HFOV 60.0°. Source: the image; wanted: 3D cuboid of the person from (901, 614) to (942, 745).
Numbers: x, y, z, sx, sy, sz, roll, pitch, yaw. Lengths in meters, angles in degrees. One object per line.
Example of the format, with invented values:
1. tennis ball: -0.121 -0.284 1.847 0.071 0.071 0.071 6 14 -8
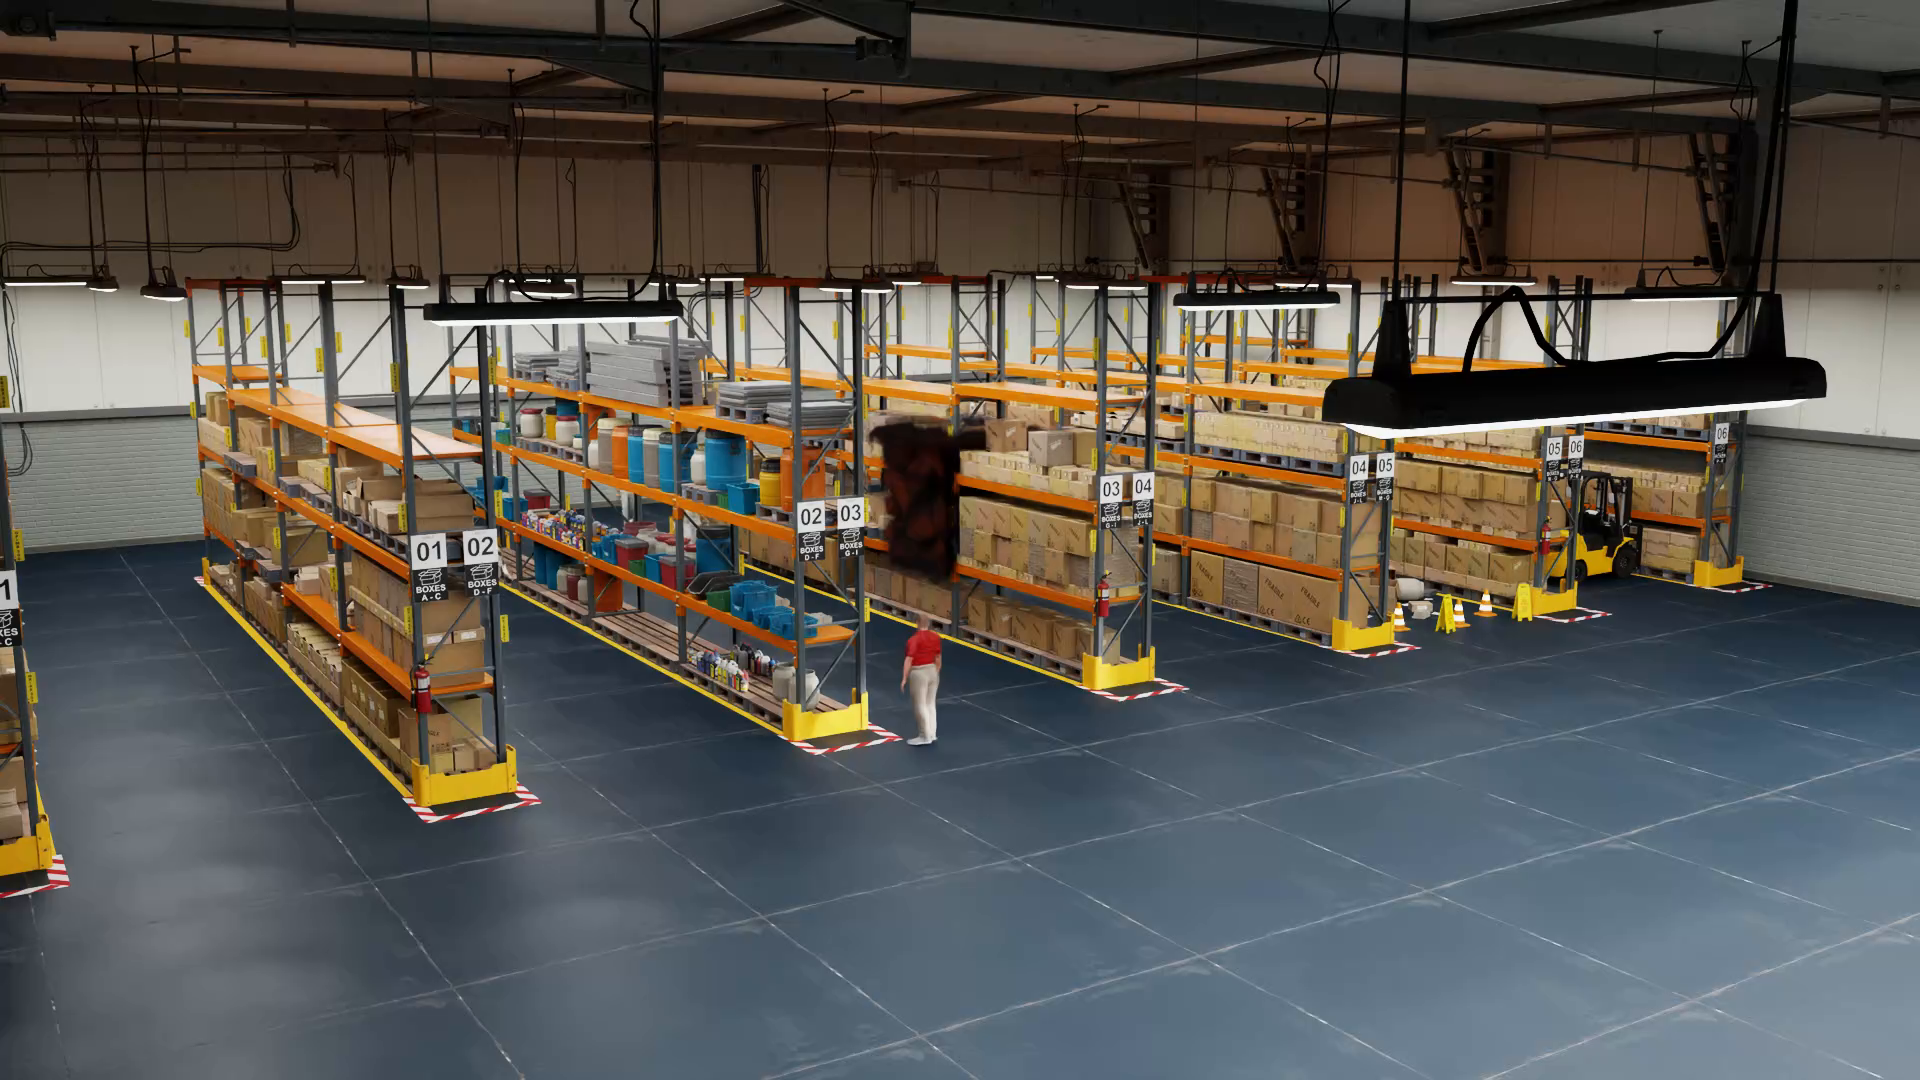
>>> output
1. person: -0.511 1.845 21.941 0.632 1.765 0.421 -8 13 -40

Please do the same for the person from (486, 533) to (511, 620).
1. person: -8.208 0.693 29.076 0.604 1.686 0.908 -6 11 -31

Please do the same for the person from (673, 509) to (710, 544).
1. person: -5.577 -0.247 34.450 0.661 1.808 0.877 -5 11 -29

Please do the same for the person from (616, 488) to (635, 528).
1. person: -7.925 -1.117 39.700 0.554 1.629 0.925 -3 10 -15
